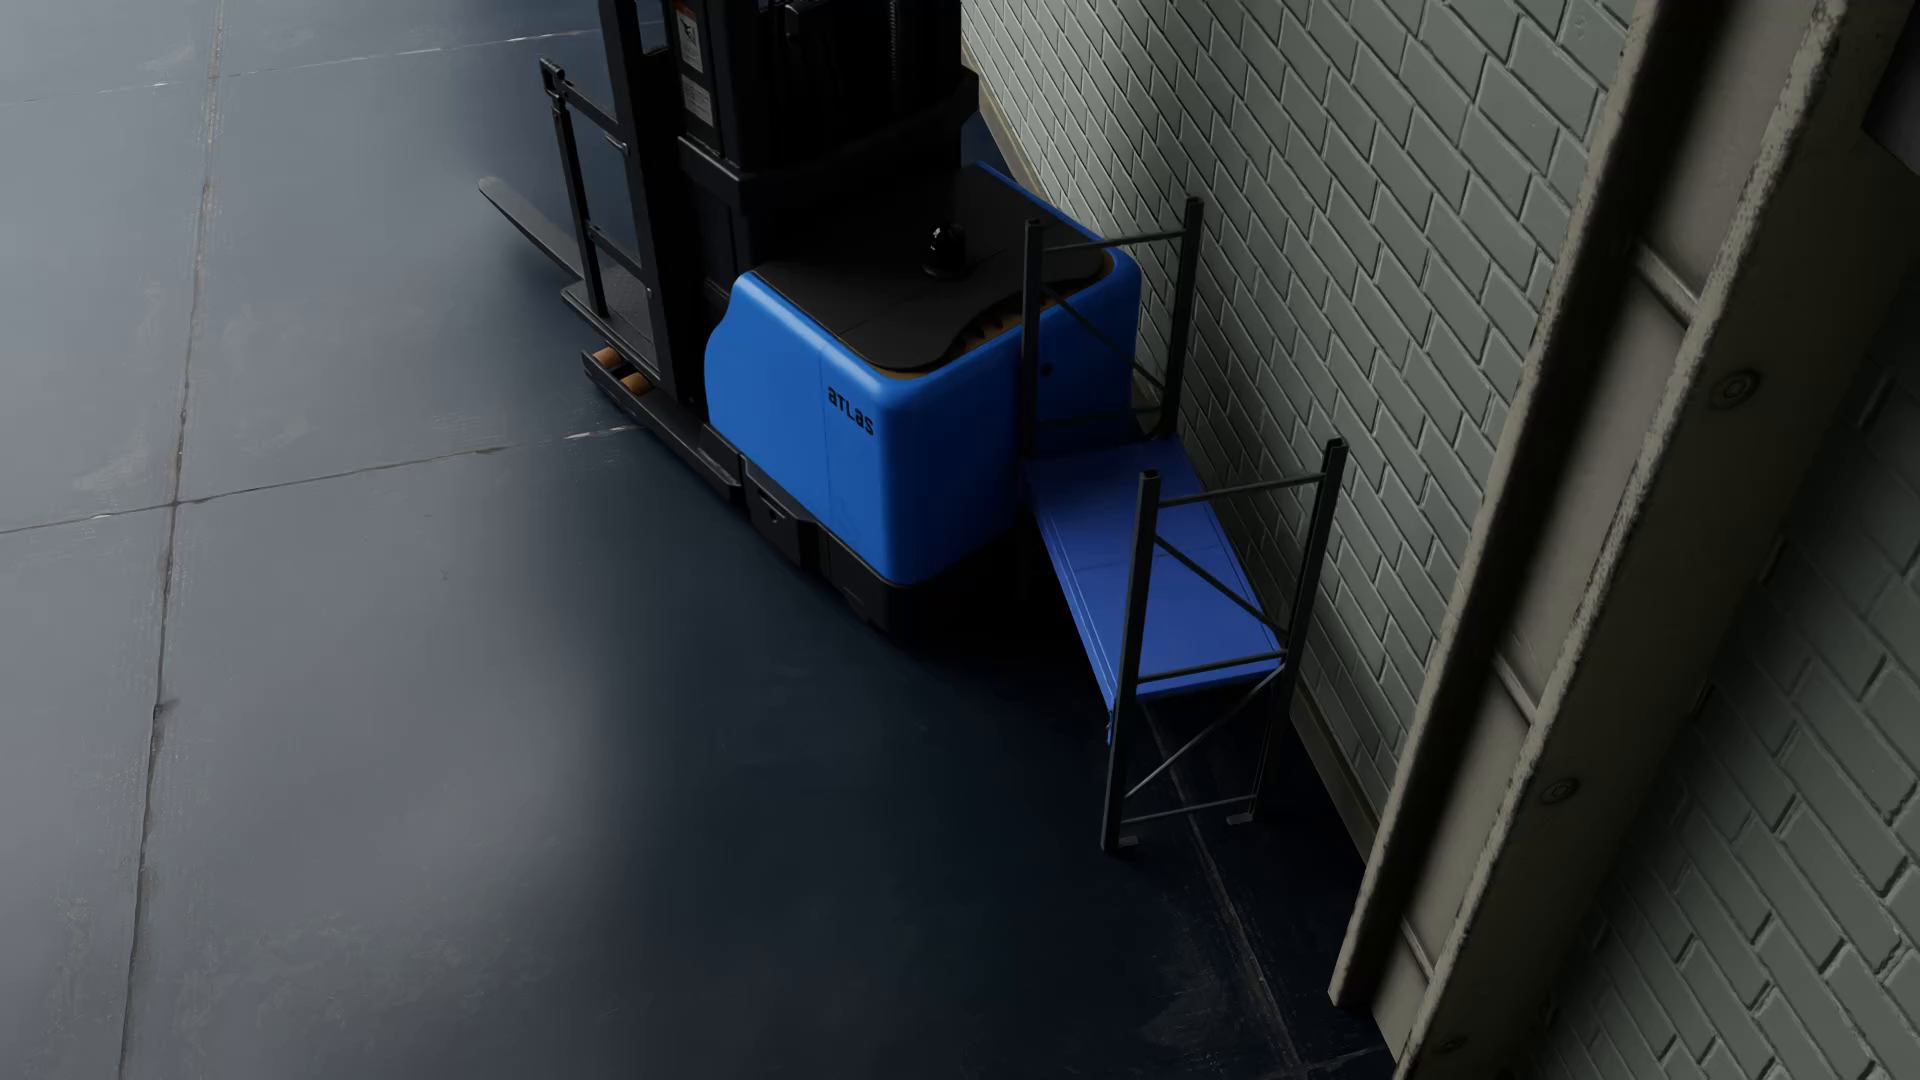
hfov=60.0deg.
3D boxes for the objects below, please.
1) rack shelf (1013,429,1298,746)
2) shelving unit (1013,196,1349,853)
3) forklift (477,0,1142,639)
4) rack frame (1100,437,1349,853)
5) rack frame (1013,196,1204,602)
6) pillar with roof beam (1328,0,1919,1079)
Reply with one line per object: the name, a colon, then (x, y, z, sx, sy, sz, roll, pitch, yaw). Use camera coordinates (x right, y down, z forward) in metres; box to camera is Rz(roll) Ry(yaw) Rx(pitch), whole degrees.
rack shelf: (0.541, 0.108, 4.846, 0.538, 0.185, 1.000, -10, 46, -9)
shelving unit: (0.541, -0.018, 4.717, 0.538, 1.500, 1.048, -10, 46, -9)
forklift: (-0.765, -1.691, 5.355, 1.130, 2.935, 3.031, -32, 53, -27)
rack frame: (0.658, 0.336, 4.371, 0.500, 1.500, 0.032, -10, 46, -9)
rack frame: (0.424, -0.371, 5.063, 0.500, 1.500, 0.032, -10, 46, -9)
pillar with roof beam: (-2.959, -1.026, 0.455, 9.100, 9.000, 0.400, -11, 47, -10)
